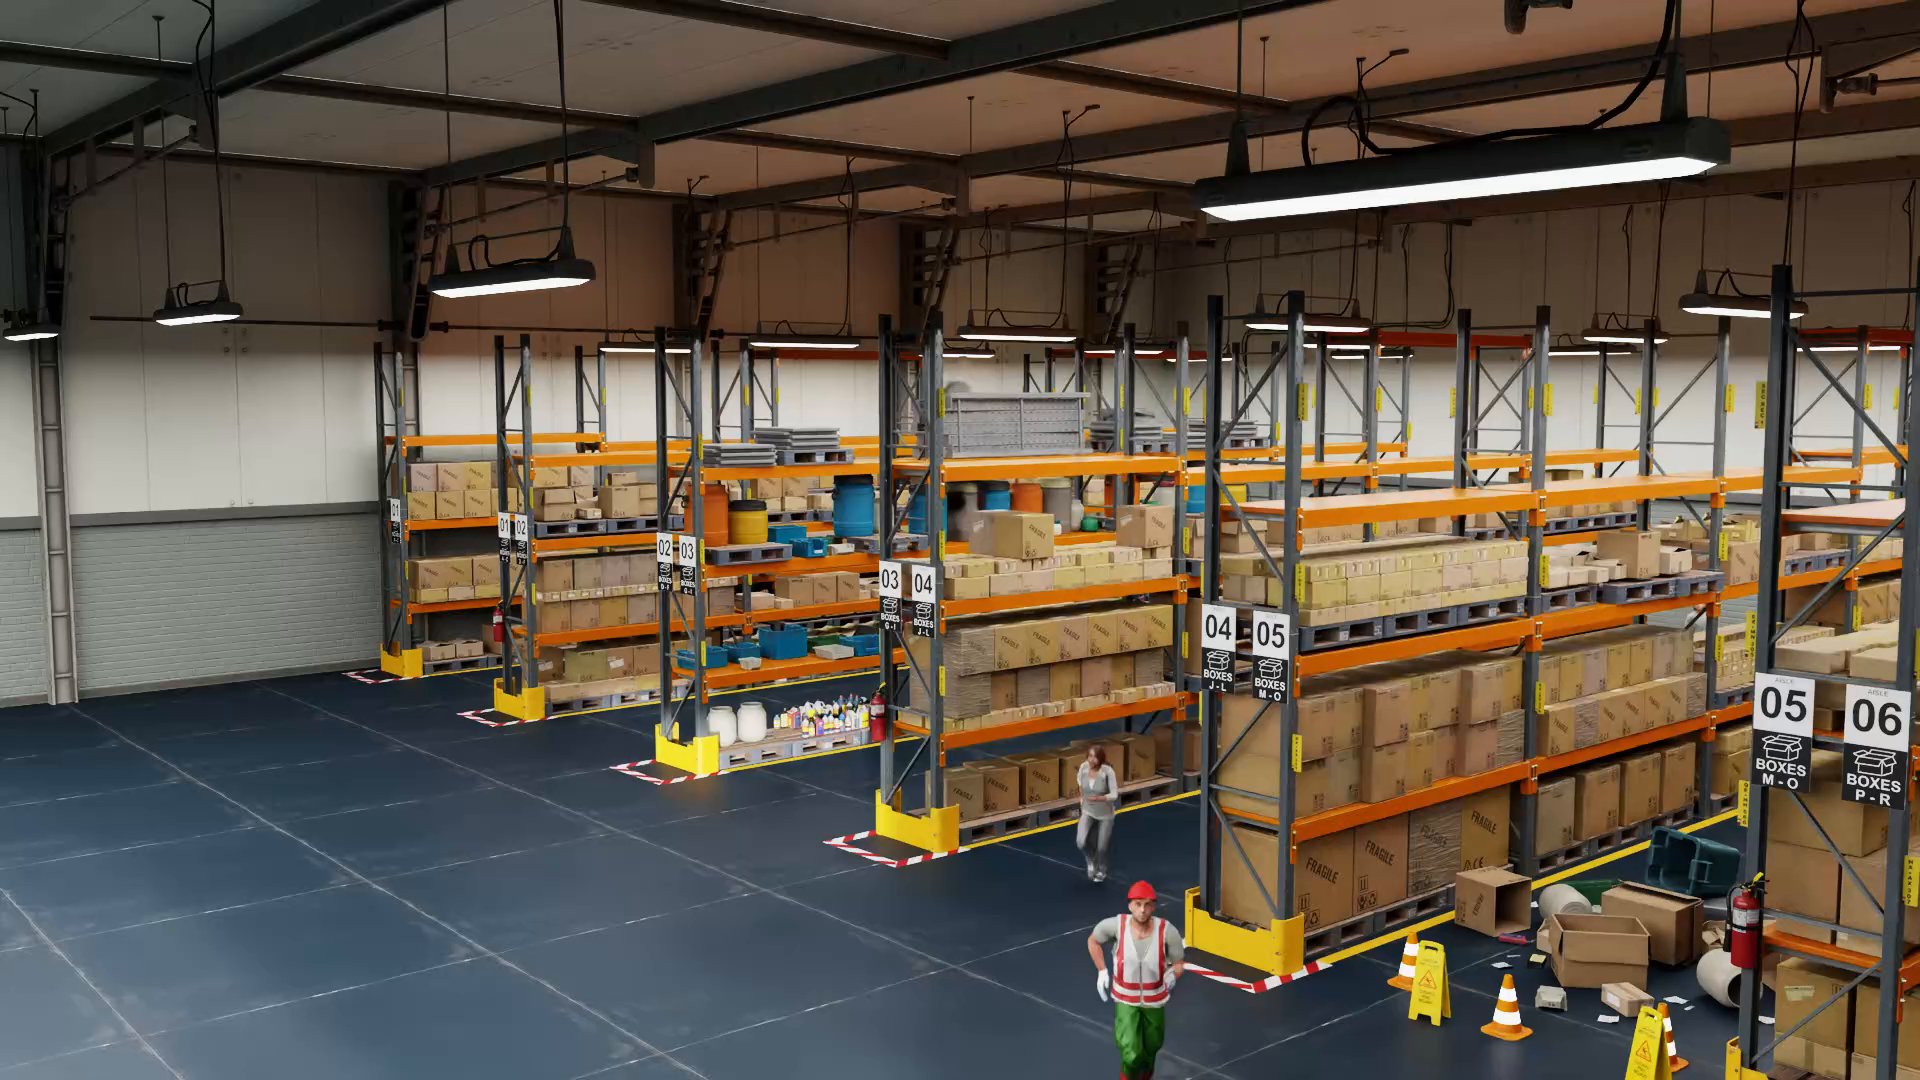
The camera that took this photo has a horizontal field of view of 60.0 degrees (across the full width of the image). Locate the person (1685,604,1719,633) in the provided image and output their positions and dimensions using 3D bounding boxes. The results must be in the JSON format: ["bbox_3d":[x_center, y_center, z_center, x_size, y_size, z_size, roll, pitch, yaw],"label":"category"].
[{"bbox_3d":[12.709,1.771,28.425,0.622,1.609,0.511,2,5,18],"label":"person"}]

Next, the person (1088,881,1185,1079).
[{"bbox_3d":[1.230,3.243,11.555,0.656,1.793,0.768,0,5,0],"label":"person"}]

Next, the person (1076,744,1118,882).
[{"bbox_3d":[1.397,2.821,17.080,0.489,1.510,0.732,2,5,18],"label":"person"}]
